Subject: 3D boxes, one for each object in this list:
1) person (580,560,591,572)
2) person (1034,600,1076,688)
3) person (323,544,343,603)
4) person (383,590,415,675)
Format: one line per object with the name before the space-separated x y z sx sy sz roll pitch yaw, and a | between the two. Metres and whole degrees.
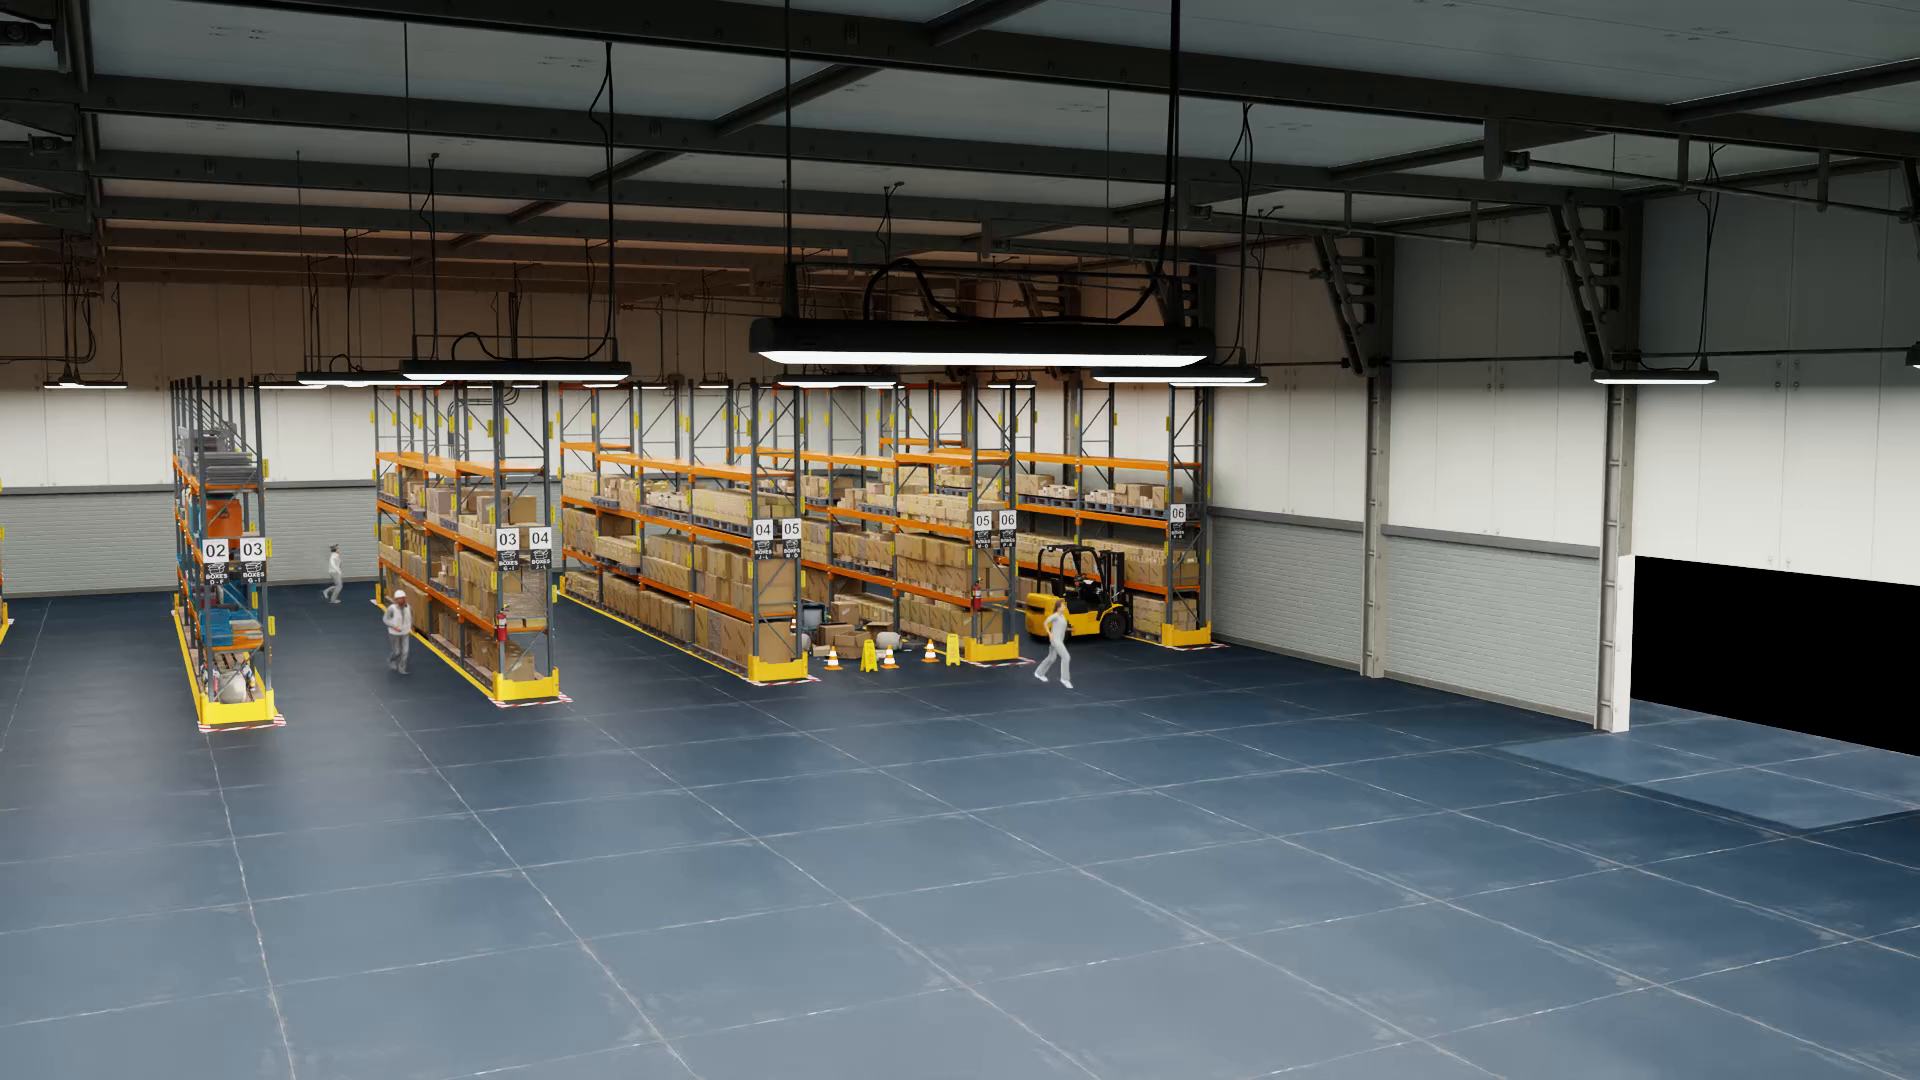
person | -11.187 0.464 49.479 0.714 1.733 0.983 2 6 25
person | 1.820 2.018 32.322 0.868 1.713 0.600 2 5 21
person | -17.109 0.898 45.363 0.523 1.581 0.664 -1 5 -14
person | -11.422 1.869 33.825 0.655 1.725 0.756 -4 6 -37
